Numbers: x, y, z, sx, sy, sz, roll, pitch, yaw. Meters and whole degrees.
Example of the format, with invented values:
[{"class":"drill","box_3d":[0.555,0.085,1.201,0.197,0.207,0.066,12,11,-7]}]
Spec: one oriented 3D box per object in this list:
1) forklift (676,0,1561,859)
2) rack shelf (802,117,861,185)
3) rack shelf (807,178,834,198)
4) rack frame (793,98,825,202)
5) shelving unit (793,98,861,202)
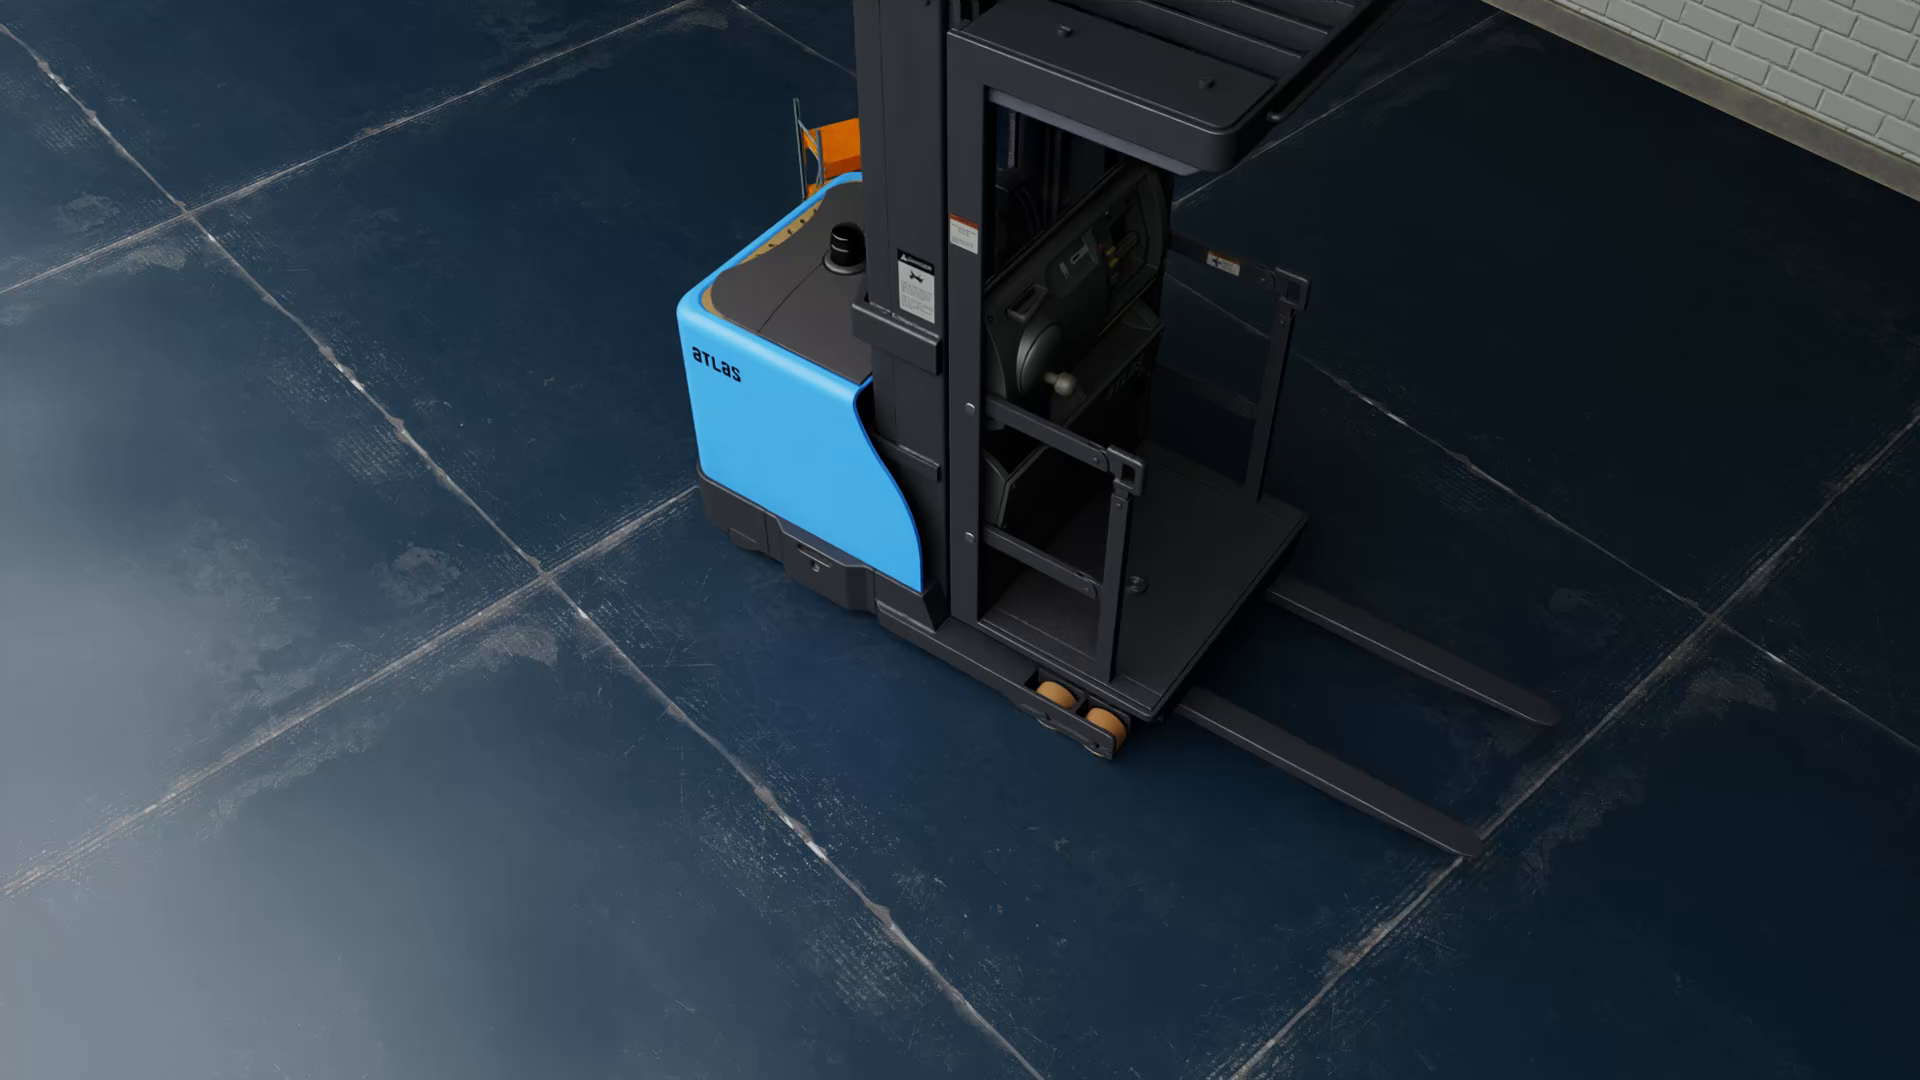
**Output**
[{"class":"forklift","box_3d":[0.533,-0.717,4.917,3.031,2.935,1.130,27,53,23]},{"class":"rack shelf","box_3d":[-0.332,-1.477,6.256,0.480,0.148,0.258,-19,48,-17]},{"class":"rack shelf","box_3d":[-0.329,-1.311,6.425,0.480,0.148,0.258,-19,48,-17]},{"class":"rack frame","box_3d":[-0.548,-1.126,6.467,0.015,1.200,0.240,-19,48,-17]},{"class":"shelving unit","box_3d":[-0.326,-1.202,6.537,0.503,1.200,0.258,-19,48,-17]}]
